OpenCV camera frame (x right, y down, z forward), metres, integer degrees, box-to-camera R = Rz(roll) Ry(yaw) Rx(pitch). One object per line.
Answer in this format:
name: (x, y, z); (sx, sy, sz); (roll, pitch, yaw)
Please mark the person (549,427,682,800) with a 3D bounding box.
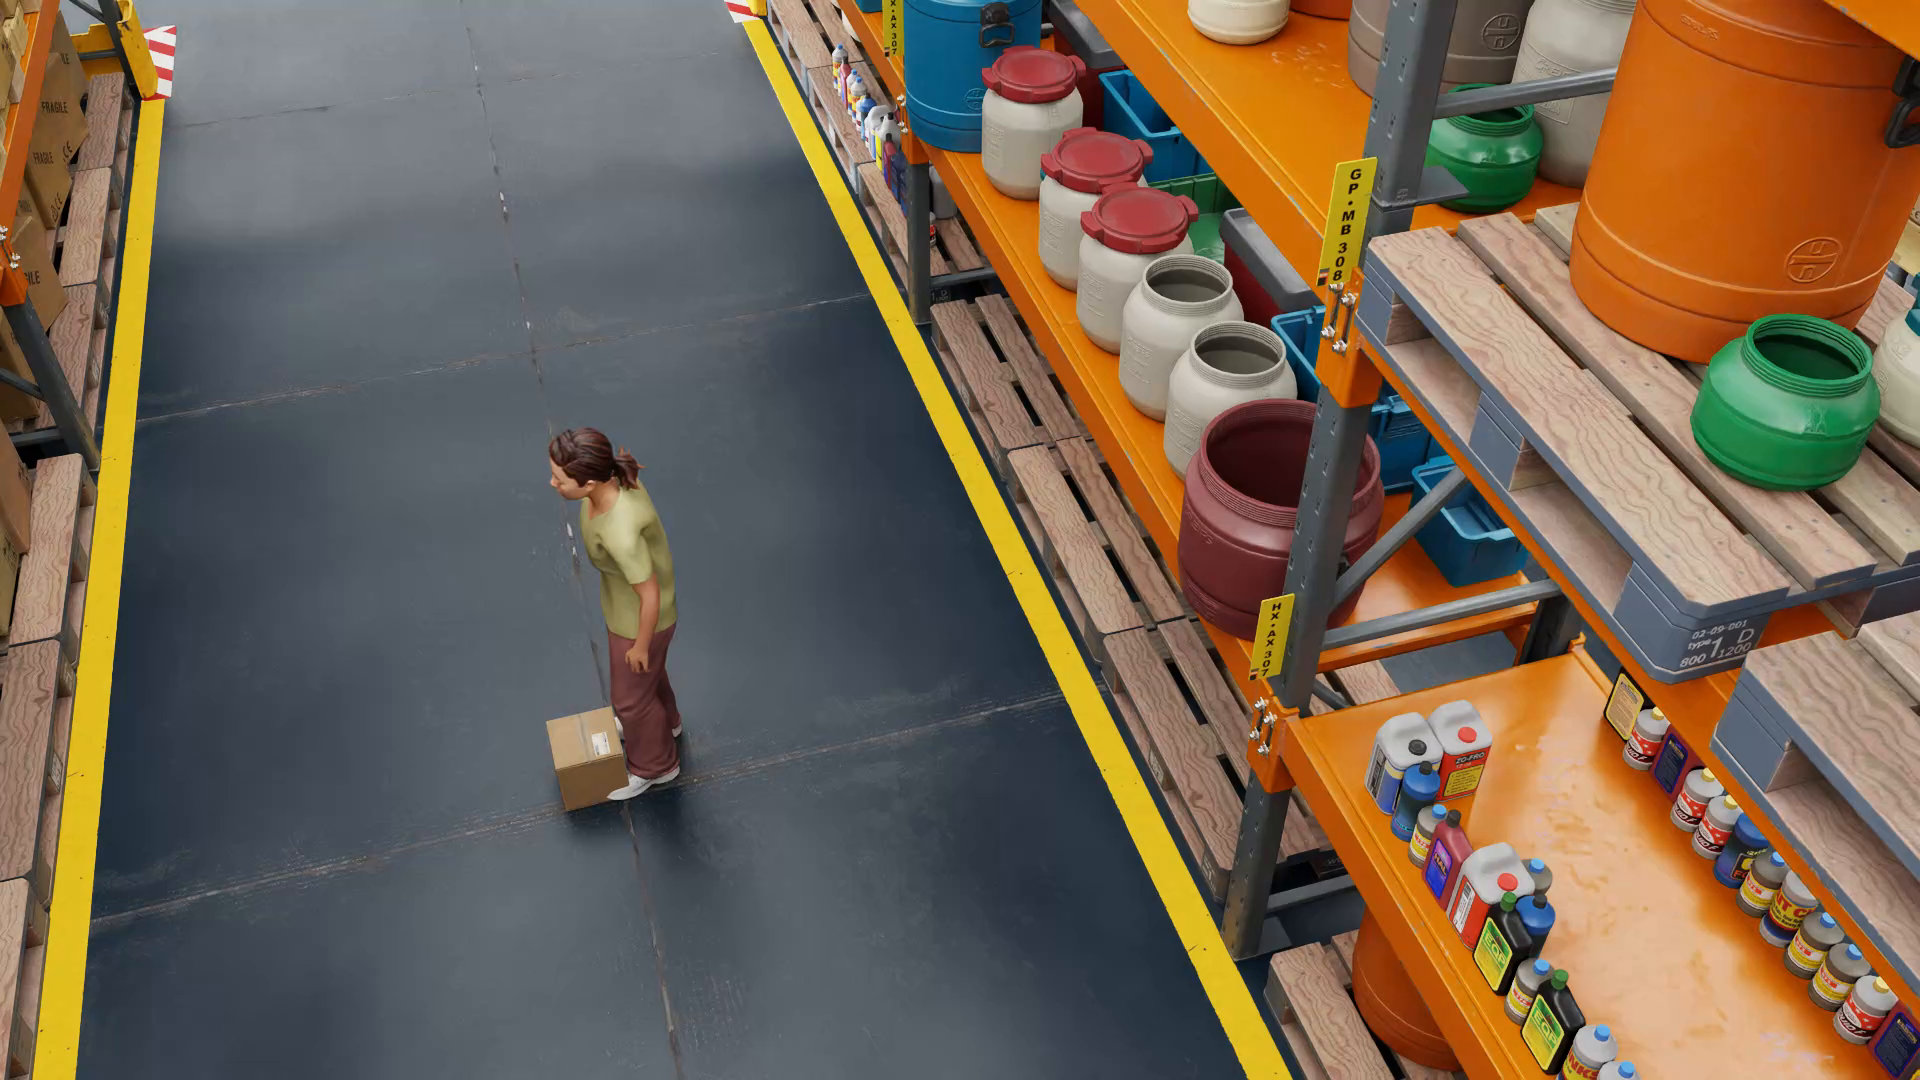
person: (-1.198, 0.258, 5.879); (0.406, 1.673, 0.510); (-13, 44, -14)
